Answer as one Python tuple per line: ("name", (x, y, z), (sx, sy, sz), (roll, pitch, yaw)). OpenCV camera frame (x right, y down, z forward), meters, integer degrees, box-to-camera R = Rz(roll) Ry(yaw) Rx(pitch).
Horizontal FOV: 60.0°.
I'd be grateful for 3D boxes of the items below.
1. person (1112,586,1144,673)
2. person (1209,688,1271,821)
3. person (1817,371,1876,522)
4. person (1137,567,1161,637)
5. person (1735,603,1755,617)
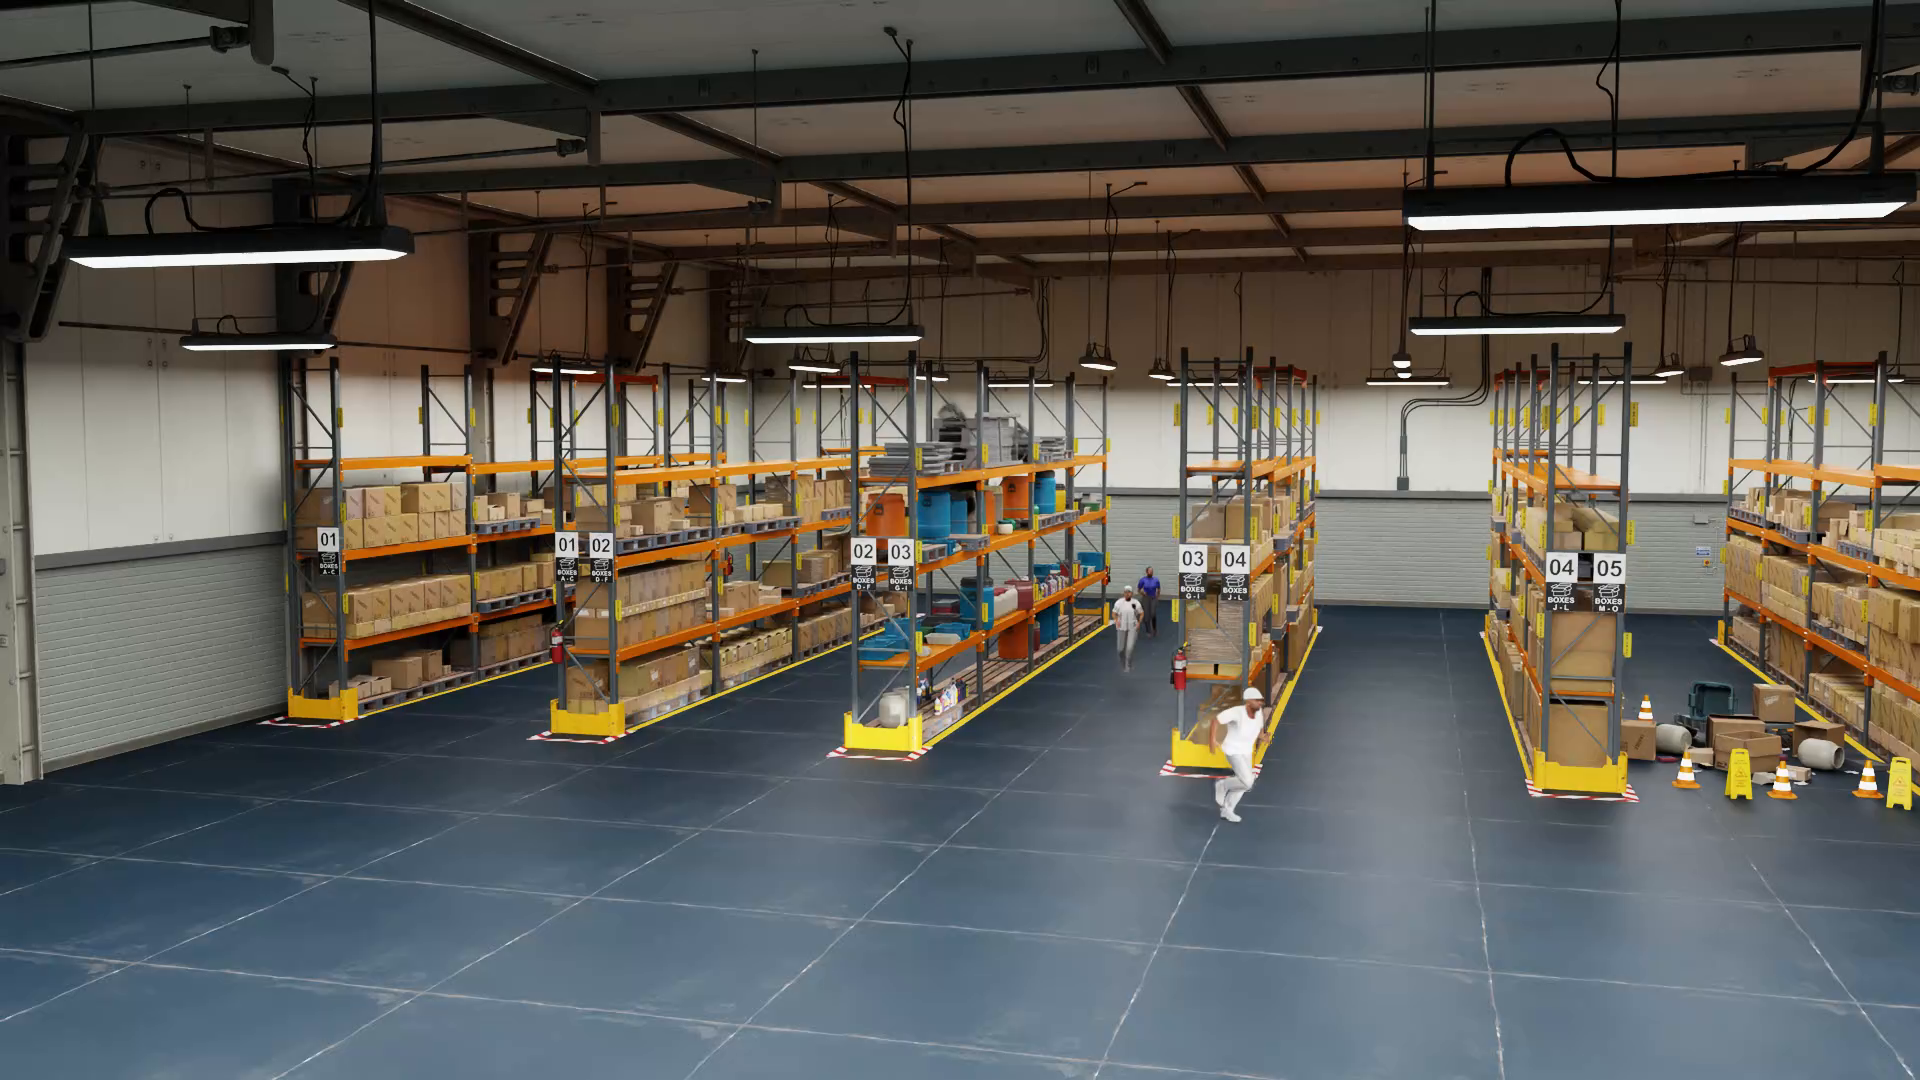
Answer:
("person", (3.116, 1.665, 30.838), (0.595, 1.641, 0.518), (1, 4, 8))
("person", (3.497, 2.657, 20.617), (0.687, 1.683, 0.723), (-4, 6, -44))
("person", (14.402, -0.218, 31.627), (4.351, 5.811, 4.906), (1, 4, 17))
("person", (4.305, 1.415, 37.808), (0.559, 1.621, 0.565), (0, 4, 1))
("person", (17.815, 1.408, 37.556), (0.574, 1.673, 0.653), (1, 4, 8))
